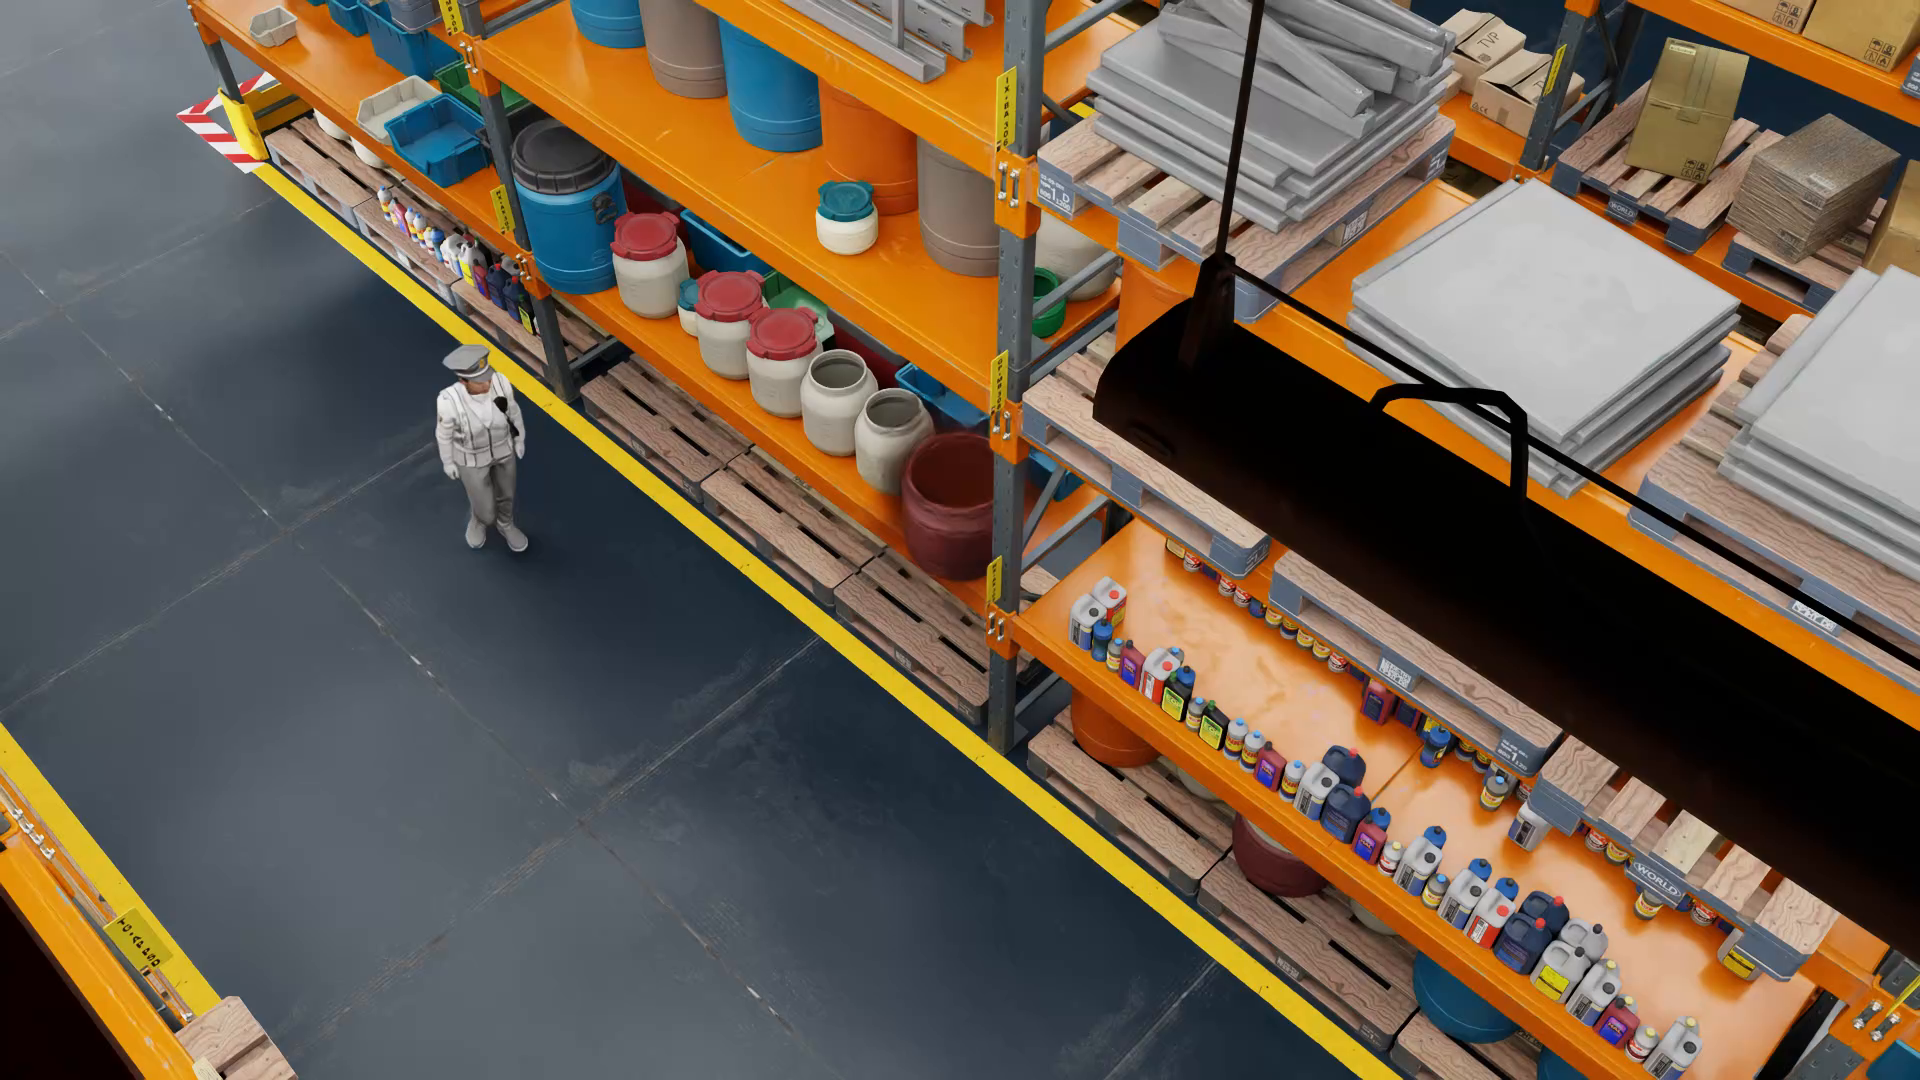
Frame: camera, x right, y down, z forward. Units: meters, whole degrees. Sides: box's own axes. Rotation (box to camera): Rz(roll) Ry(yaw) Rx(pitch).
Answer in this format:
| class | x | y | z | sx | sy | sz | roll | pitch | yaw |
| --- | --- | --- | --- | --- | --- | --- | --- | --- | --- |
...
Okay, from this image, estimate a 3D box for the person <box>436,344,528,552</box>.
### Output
| class | x | y | z | sx | sy | sz | roll | pitch | yaw |
| --- | --- | --- | --- | --- | --- | --- | --- | --- | --- |
| person | -2.781 | -0.531 | 9.742 | 0.521 | 1.666 | 0.456 | -30 | 56 | -23 |
